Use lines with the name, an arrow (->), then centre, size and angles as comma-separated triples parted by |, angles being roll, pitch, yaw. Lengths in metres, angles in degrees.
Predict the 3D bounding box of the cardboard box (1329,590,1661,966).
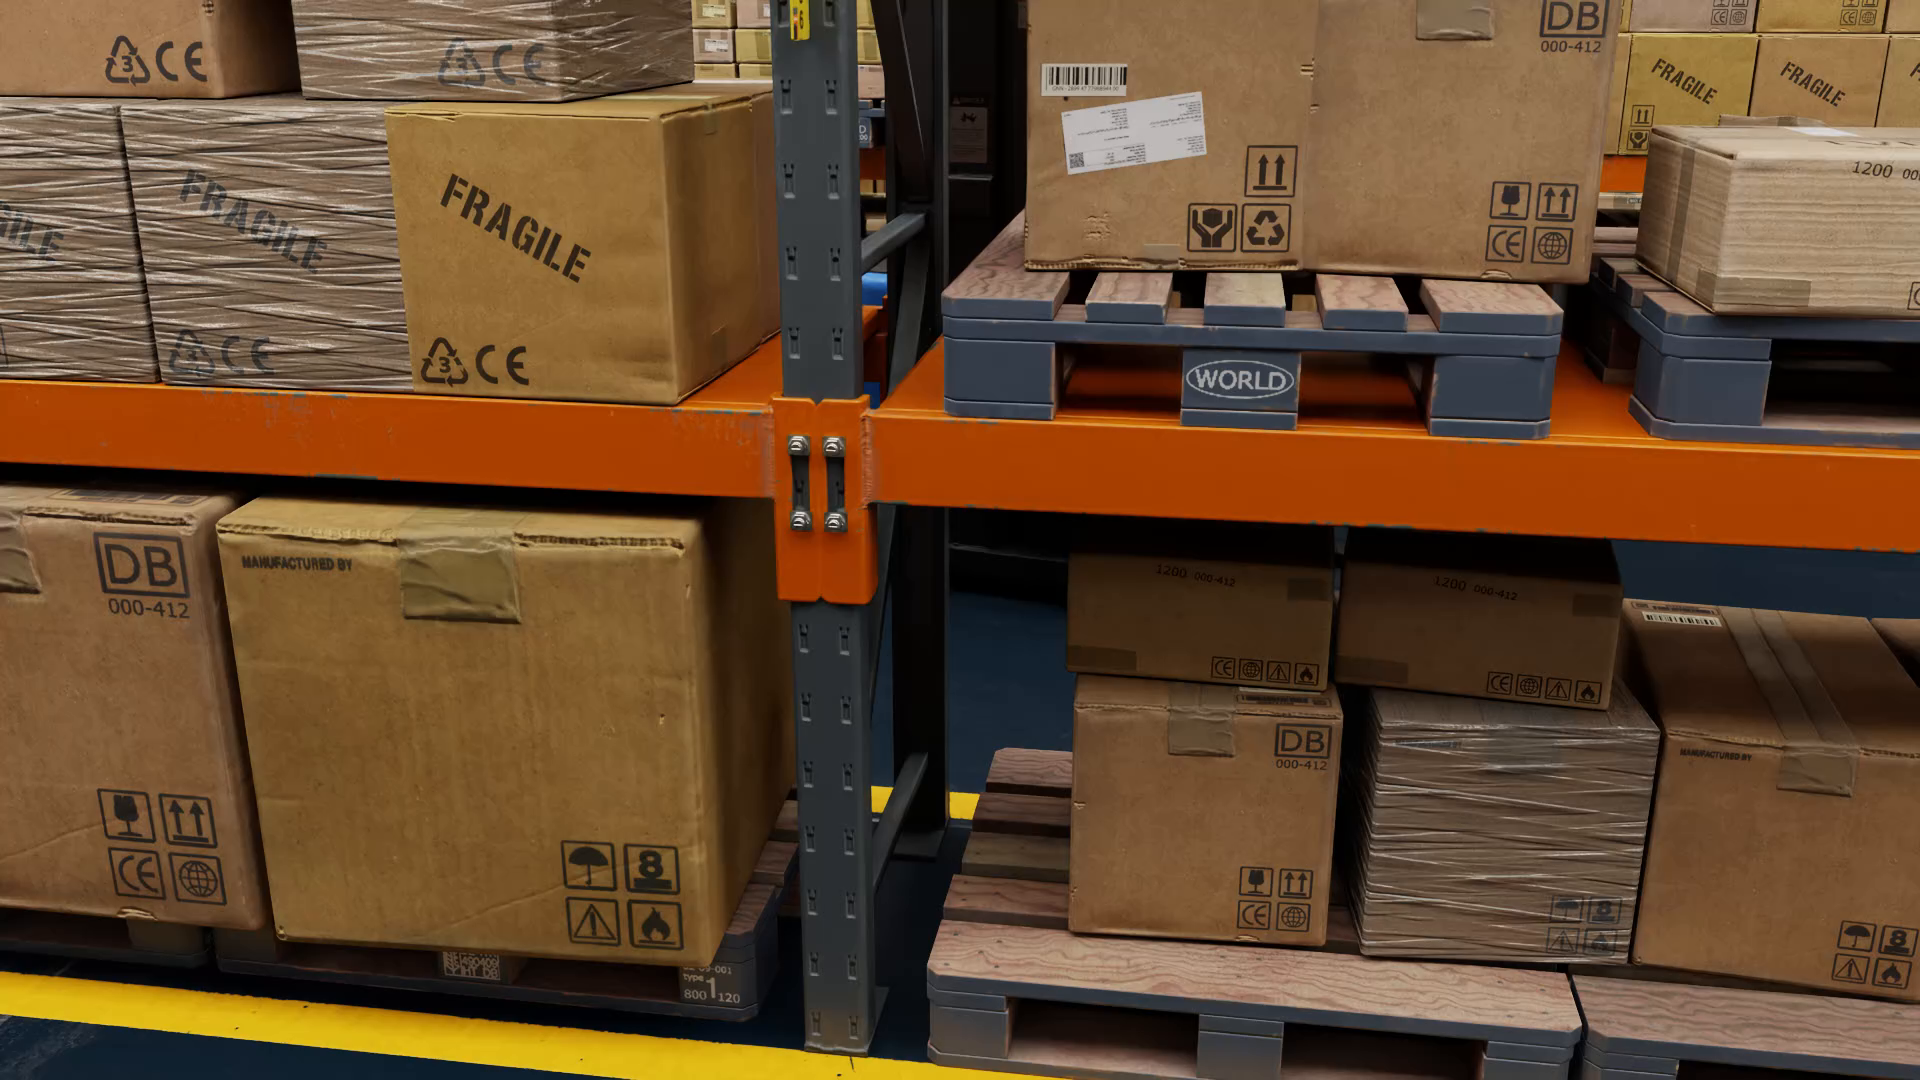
cardboard box -> 1.049, 0.463, 3.438 | 0.500, 0.500, 0.700 | 1, 19, 4

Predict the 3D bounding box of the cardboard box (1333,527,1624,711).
cardboard box -> 1.026, 0.104, 3.330 | 0.500, 0.250, 0.500 | 5, 19, 15

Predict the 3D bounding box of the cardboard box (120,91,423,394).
cardboard box -> -1.183, -0.587, 3.172 | 0.500, 0.500, 0.500 | 3, 19, 8

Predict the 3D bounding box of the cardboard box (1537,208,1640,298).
cardboard box -> 3.091, -1.098, 7.740 | 0.750, 0.750, 1.050 | 3, 19, 9

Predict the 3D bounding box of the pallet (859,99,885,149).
pallet -> 0.000, -2.025, 7.932 | 1.003, 0.211, 1.213 | 3, 19, 9

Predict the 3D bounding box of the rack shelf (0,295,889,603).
rack shelf -> -2.140, -0.325, 3.680 | 4.000, 0.370, 1.077 | 3, 19, 9

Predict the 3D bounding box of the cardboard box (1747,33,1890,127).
cardboard box -> 3.614, -1.928, 7.180 | 0.500, 0.500, 0.500 | 3, 19, 8

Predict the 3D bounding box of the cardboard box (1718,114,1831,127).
cardboard box -> 1.524, -0.701, 3.222 | 0.258, 0.266, 0.396 | 2, 19, 7

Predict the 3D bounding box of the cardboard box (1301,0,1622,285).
cardboard box -> 0.941, -0.800, 3.148 | 0.500, 0.500, 0.700 | 6, 19, 17

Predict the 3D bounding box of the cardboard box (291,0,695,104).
cardboard box -> -0.885, -1.130, 3.215 | 0.637, 0.503, 0.797 | 4, 19, 11

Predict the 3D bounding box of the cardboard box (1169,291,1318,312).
cardboard box -> 1.308, -1.187, 8.008 | 0.750, 0.750, 1.050 | 3, 19, 8

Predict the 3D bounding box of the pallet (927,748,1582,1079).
pallet -> 0.606, 0.797, 3.588 | 1.213, 0.211, 1.003 | 3, 19, 9

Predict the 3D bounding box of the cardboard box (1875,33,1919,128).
cardboard box -> 4.113, -1.903, 7.104 | 0.500, 0.500, 0.500 | 3, 19, 8

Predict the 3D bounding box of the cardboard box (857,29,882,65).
cardboard box -> -0.363, -2.243, 7.543 | 0.250, 0.149, 0.380 | 3, 19, 10

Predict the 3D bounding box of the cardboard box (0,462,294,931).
cardboard box -> -1.722, 0.155, 3.800 | 0.875, 0.875, 1.225 | 3, 19, 9

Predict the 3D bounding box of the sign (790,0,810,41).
sign -> -0.250, -0.940, 2.561 | 0.005, 0.325, 0.100 | 3, 19, 9

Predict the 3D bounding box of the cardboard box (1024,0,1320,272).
cardboard box -> 0.374, -0.797, 3.139 | 0.500, 0.500, 0.500 | 1, 19, 2

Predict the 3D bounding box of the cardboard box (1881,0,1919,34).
cardboard box -> 4.179, -2.457, 7.187 | 0.500, 0.500, 0.700 | 3, 19, 8

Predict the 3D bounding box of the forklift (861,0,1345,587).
forklift -> 0.648, -1.318, 5.622 | 3.031, 2.935, 1.130 | 7, 20, 19

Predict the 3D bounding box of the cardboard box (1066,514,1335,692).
cardboard box -> 0.501, 0.080, 3.400 | 0.500, 0.250, 0.500 | 4, 19, 11

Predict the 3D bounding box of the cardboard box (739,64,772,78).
cardboard box -> -0.849, -2.127, 7.668 | 0.250, 0.149, 0.380 | 2, 19, 6

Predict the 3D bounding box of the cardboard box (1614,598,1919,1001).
cardboard box -> 1.610, 0.489, 3.359 | 0.500, 0.500, 0.700 | 5, 19, 13

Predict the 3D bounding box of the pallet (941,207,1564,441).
pallet -> 0.555, -0.472, 3.288 | 1.003, 0.211, 1.213 | 3, 19, 9

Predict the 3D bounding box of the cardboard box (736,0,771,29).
cardboard box -> -0.843, -2.410, 7.575 | 0.250, 0.149, 0.380 | 3, 19, 9

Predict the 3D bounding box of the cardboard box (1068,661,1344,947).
cardboard box -> 0.499, 0.439, 3.510 | 0.500, 0.500, 0.700 | 2, 19, 6

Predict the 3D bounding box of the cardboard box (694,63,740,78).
cardboard box -> -1.105, -2.141, 7.709 | 0.250, 0.149, 0.380 | 3, 19, 10

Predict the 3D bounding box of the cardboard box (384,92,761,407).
cardboard box -> -0.692, -0.560, 3.091 | 0.500, 0.500, 0.500 | 4, 19, 10

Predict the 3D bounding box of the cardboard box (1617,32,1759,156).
cardboard box -> 3.115, -1.953, 7.256 | 0.500, 0.500, 0.500 | 3, 19, 9

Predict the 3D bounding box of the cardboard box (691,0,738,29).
cardboard box -> -1.112, -2.423, 7.614 | 0.250, 0.149, 0.380 | 4, 19, 11

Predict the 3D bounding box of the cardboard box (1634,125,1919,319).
cardboard box -> 1.453, -0.537, 2.755 | 0.500, 0.250, 0.500 | 2, 19, 7

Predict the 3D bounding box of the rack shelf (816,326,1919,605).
rack shelf -> 1.809, -0.123, 3.078 | 4.000, 0.370, 1.077 | 3, 19, 9

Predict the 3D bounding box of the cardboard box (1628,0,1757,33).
cardboard box -> 3.172, -2.508, 7.339 | 0.500, 0.500, 0.700 | 3, 19, 9

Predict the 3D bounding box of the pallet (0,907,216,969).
pallet -> -2.133, 0.632, 4.082 | 1.213, 0.211, 1.003 | 3, 19, 9

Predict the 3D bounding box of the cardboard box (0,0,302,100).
cardboard box -> -1.528, -1.164, 3.316 | 0.637, 0.503, 0.797 | 3, 19, 10

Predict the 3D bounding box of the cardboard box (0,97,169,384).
cardboard box -> -1.697, -0.612, 3.247 | 0.500, 0.500, 0.500 | 2, 19, 7

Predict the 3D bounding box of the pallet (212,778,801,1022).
pallet -> -0.932, 0.694, 3.896 | 1.213, 0.211, 1.003 | 3, 19, 9

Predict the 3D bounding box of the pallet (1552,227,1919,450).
pallet -> 1.795, -0.387, 3.036 | 1.213, 0.211, 1.003 | 3, 19, 9

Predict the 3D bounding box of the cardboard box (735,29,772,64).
cardboard box -> -0.855, -2.269, 7.621 | 0.250, 0.149, 0.380 | 3, 19, 8

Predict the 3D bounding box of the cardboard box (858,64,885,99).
cardboard box -> -0.338, -2.101, 7.588 | 0.250, 0.149, 0.380 | 3, 19, 10

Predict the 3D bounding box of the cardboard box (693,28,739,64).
cardboard box -> -1.113, -2.281, 7.660 | 0.250, 0.149, 0.380 | 3, 19, 10

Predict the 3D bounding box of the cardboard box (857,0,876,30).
cardboard box -> -0.342, -2.384, 7.496 | 0.250, 0.149, 0.380 | 4, 19, 10

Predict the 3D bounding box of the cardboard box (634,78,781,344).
cardboard box -> -0.602, -0.722, 3.577 | 0.500, 0.500, 0.500 | 3, 19, 10

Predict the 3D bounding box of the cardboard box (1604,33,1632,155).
cardboard box -> 2.613, -1.978, 7.330 | 0.500, 0.500, 0.500 | 3, 19, 8

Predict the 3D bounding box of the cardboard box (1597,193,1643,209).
cardboard box -> 4.837, -2.447, 12.369 | 0.625, 0.372, 0.950 | 3, 19, 9

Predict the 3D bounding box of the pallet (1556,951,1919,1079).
pallet -> 1.807, 0.859, 3.403 | 1.213, 0.211, 1.003 | 3, 19, 9

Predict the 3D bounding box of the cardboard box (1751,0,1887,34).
cardboard box -> 3.671, -2.483, 7.262 | 0.500, 0.500, 0.700 | 3, 19, 8

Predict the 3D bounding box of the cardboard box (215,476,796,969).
cardboard box -> -0.844, 0.202, 3.659 | 0.875, 0.875, 1.225 | 2, 19, 6

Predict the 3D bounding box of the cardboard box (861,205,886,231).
cardboard box -> -0.496, -1.458, 8.028 | 0.500, 0.250, 0.500 | 3, 19, 9

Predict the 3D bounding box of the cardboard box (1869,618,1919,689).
cardboard box -> 2.161, 0.517, 3.276 | 0.500, 0.500, 0.700 | 1, 19, 4

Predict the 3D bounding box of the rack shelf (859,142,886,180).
rack shelf -> -1.254, -1.873, 8.309 | 4.000, 0.370, 1.077 | 3, 19, 9

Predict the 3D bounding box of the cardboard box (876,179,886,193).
cardboard box -> -0.142, -2.968, 13.134 | 0.875, 0.875, 0.875 | 3, 19, 9

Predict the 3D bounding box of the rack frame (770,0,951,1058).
rack frame -> -0.166, -0.565, 3.265 | 0.127, 3.000, 1.000 | 3, 19, 9

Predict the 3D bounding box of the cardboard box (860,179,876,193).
cardboard box -> -1.025, -3.014, 13.269 | 0.875, 0.875, 0.875 | 3, 19, 10

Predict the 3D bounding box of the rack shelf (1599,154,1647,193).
rack shelf -> 2.696, -1.672, 7.707 | 4.000, 0.370, 1.077 | 3, 19, 9

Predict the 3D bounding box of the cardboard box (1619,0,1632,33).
cardboard box -> 2.674, -2.534, 7.416 | 0.500, 0.500, 0.700 | 3, 19, 8

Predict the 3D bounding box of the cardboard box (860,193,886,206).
cardboard box -> -0.422, -1.619, 8.511 | 0.500, 0.250, 0.500 | 3, 19, 8
